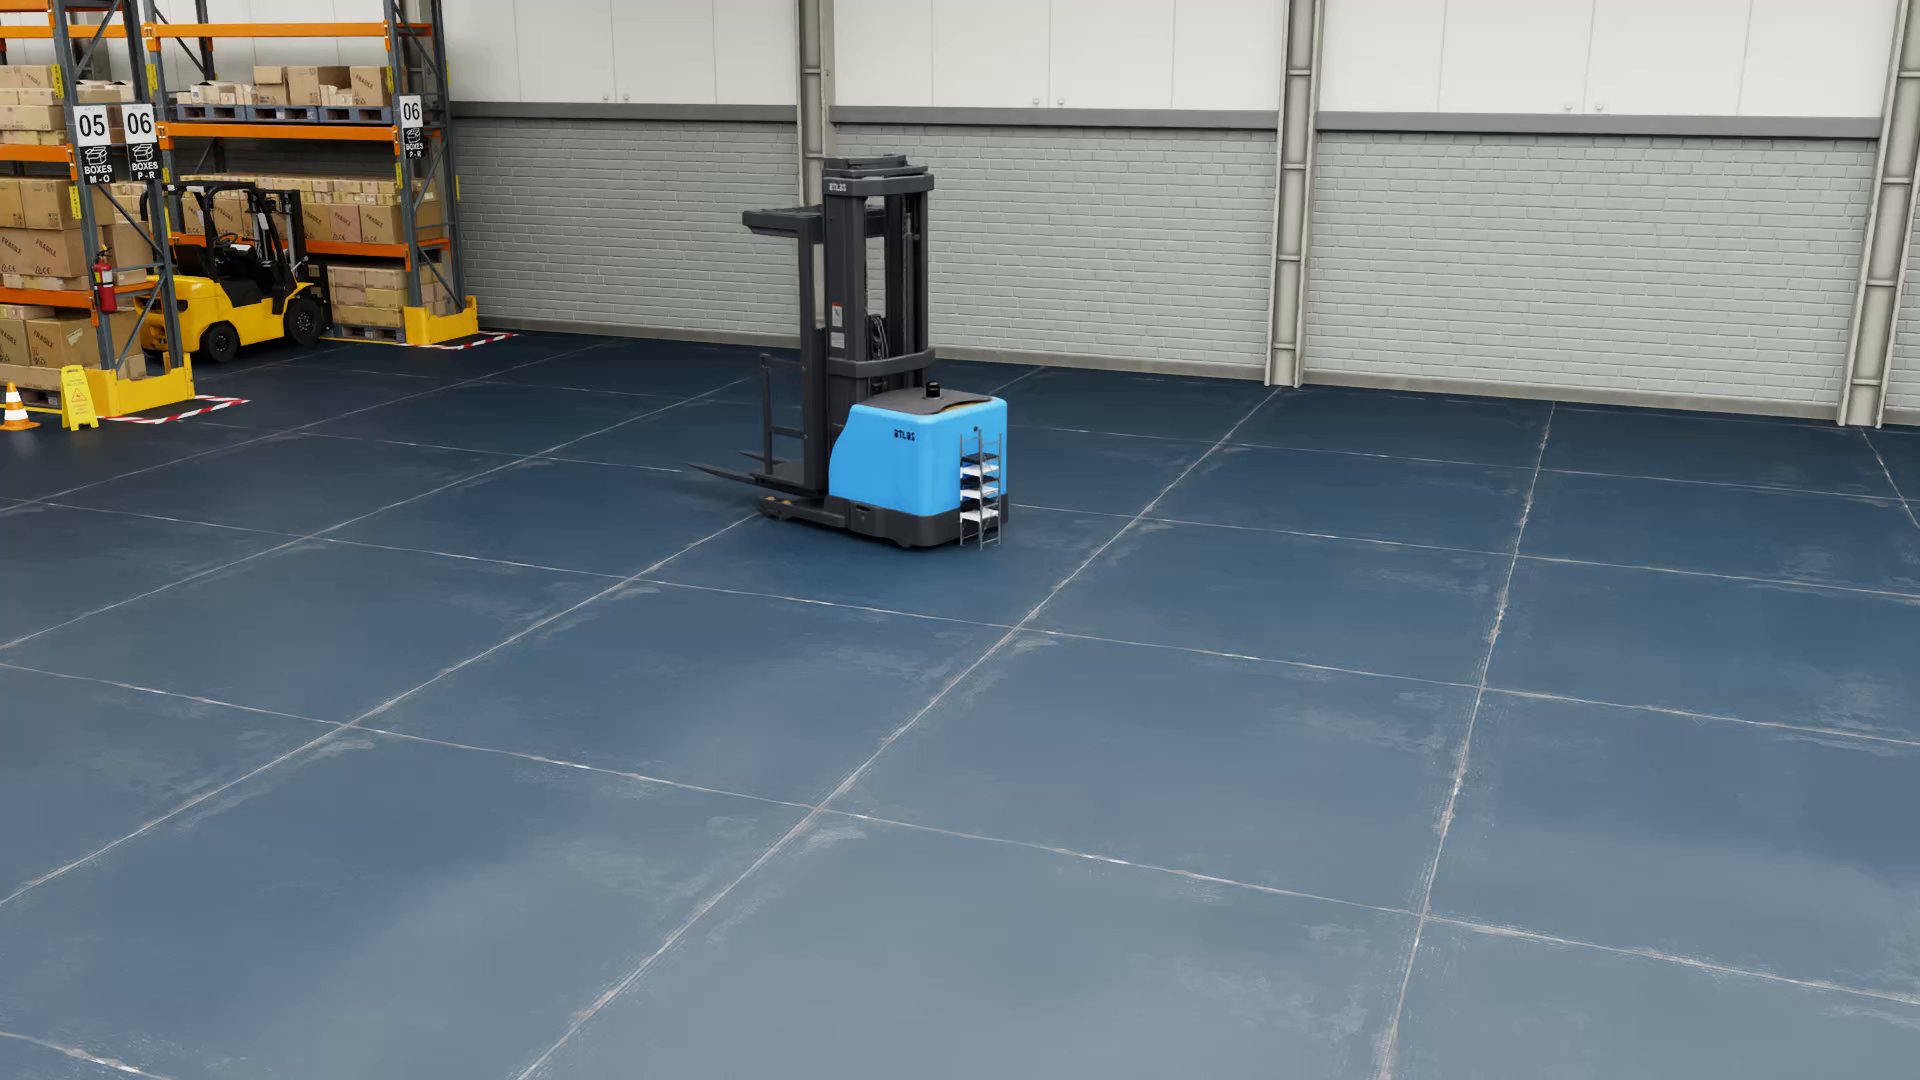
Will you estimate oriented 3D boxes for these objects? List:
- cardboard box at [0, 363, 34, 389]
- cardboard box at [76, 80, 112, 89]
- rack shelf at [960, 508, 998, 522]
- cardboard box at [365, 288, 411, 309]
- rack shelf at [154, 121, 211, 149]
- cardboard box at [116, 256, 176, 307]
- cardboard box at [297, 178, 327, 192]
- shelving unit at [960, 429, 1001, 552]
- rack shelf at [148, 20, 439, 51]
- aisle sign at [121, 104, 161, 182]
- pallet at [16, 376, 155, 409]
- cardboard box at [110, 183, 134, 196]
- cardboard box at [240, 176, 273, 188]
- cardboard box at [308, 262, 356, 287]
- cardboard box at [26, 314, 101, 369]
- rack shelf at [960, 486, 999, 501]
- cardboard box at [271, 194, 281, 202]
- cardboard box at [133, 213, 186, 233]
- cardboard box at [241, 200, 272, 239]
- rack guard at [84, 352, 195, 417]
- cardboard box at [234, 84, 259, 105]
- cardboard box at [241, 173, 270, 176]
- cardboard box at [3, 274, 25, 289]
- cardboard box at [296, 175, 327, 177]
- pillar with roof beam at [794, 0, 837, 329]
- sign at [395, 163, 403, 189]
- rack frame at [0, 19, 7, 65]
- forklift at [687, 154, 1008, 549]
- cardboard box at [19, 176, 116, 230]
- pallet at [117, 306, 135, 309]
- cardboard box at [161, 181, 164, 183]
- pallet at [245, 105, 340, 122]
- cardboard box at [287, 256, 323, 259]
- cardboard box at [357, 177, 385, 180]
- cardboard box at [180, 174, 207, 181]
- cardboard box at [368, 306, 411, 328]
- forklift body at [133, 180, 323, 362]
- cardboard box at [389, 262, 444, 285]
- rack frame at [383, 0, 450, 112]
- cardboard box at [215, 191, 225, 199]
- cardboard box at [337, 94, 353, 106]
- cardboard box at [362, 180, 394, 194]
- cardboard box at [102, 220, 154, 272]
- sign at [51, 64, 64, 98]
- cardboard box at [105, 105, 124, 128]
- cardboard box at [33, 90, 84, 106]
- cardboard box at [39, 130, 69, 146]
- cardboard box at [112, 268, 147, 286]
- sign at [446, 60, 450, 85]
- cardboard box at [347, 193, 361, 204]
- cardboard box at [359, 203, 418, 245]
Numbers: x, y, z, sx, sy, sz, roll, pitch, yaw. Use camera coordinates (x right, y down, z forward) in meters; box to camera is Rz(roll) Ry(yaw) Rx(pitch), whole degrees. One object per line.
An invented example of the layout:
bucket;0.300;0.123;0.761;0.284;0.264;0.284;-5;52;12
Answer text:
cardboard box;-10.203;-1.851;18.349;0.500;0.250;0.500;6;17;21
cardboard box;-12.253;-6.336;23.465;0.500;0.311;0.500;6;17;19
rack shelf;0.160;-0.181;12.950;0.200;0.077;0.258;14;21;39
cardboard box;-7.623;-3.280;22.374;0.500;0.250;0.500;6;17;20
rack shelf;-12.637;-5.899;24.023;4.000;0.370;1.077;6;17;21
cardboard box;-11.985;-3.792;24.362;0.625;0.625;0.875;6;17;20
cardboard box;-8.690;-4.779;22.379;0.250;0.149;0.380;7;17;22
shelving unit;0.160;-0.386;12.890;0.210;0.900;0.258;14;21;39
rack shelf;-8.916;-6.738;22.251;4.000;0.370;1.077;6;17;21
aisle sign;-8.702;-4.225;17.683;0.004;0.787;0.394;6;17;21
pallet;-9.687;-1.663;18.524;1.213;0.211;1.003;6;17;21
cardboard box;-11.924;-4.989;23.636;0.250;0.149;0.380;6;17;19
cardboard box;-9.619;-4.892;22.769;0.250;0.149;0.380;6;17;20
cardboard box;-8.548;-3.617;22.639;0.500;0.250;0.500;7;17;21
cardboard box;-9.714;-2.158;18.060;0.500;0.500;0.500;6;17;21
rack shelf;0.160;-0.354;12.899;0.200;0.077;0.258;14;21;39
cardboard box;-9.145;-4.695;22.621;0.250;0.149;0.380;6;17;19
cardboard box;-11.341;-4.511;23.601;0.500;0.250;0.500;7;17;22
cardboard box;-9.497;-4.434;22.886;0.500;0.500;0.500;6;17;20
rack guard;-8.944;-1.710;18.166;0.348;0.500;1.175;6;17;21
cardboard box;-9.507;-5.994;22.370;0.258;0.266;0.396;6;17;19
cardboard box;-9.899;-5.087;23.441;0.250;0.149;0.380;6;17;20
cardboard box;-10.057;-2.812;17.930;0.250;0.149;0.380;7;17;22
cardboard box;-8.965;-4.974;23.050;0.250;0.149;0.380;7;18;22
pillar with roof beam;-3.370;-5.646;16.480;0.400;9.000;9.100;6;17;21
sign;-7.267;-4.721;21.552;0.005;0.325;0.100;6;17;21
rack frame;-14.497;-7.889;24.209;0.127;3.000;1.000;6;17;21
forklift;-1.055;-1.663;13.644;3.031;2.935;1.130;14;21;39
cardboard box;-9.428;-3.569;17.581;0.500;0.500;0.700;6;17;19
pallet;-11.476;-3.325;24.249;1.213;0.211;1.003;6;17;21
cardboard box;-11.487;-5.117;24.077;0.250;0.149;0.380;6;17;20
pallet;-8.842;-5.791;22.521;1.213;0.211;1.003;6;17;21
cardboard box;-9.305;-3.857;23.465;0.500;0.250;0.500;6;17;21
cardboard box;-7.996;-4.870;22.693;0.250;0.149;0.380;6;17;21
cardboard box;-10.589;-4.992;23.113;0.250;0.149;0.380;7;17;22
cardboard box;-7.608;-3.037;22.434;0.500;0.250;0.500;6;17;21
forklift body;-9.489;-3.503;21.383;1.214;2.155;2.313;6;17;21
cardboard box;-7.433;-3.650;22.750;0.500;0.250;0.500;6;17;20
rack frame;-7.055;-7.071;21.390;0.127;3.000;1.000;6;17;21
cardboard box;-10.082;-4.812;23.027;0.250;0.149;0.380;6;17;21
cardboard box;-7.938;-5.766;21.791;0.250;0.149;0.380;6;17;19
cardboard box;-7.707;-4.692;22.078;0.250;0.149;0.380;6;17;21
cardboard box;-9.212;-3.214;18.150;0.500;0.500;0.500;6;17;20
sign;-9.095;-4.626;16.760;0.005;0.325;0.100;6;17;21
cardboard box;-9.243;-4.534;17.767;0.500;0.250;0.500;6;17;20
cardboard box;-9.296;-4.563;17.152;0.250;0.149;0.380;6;17;21
cardboard box;-9.308;-4.186;17.283;0.250;0.149;0.380;6;17;21
cardboard box;-9.113;-2.870;18.130;0.250;0.149;0.380;6;17;21
sign;-6.846;-6.232;22.169;0.005;0.325;0.100;6;17;21
cardboard box;-7.948;-4.573;22.203;0.250;0.149;0.380;7;17;22
cardboard box;-7.609;-4.220;22.151;0.500;0.500;0.500;6;17;19
